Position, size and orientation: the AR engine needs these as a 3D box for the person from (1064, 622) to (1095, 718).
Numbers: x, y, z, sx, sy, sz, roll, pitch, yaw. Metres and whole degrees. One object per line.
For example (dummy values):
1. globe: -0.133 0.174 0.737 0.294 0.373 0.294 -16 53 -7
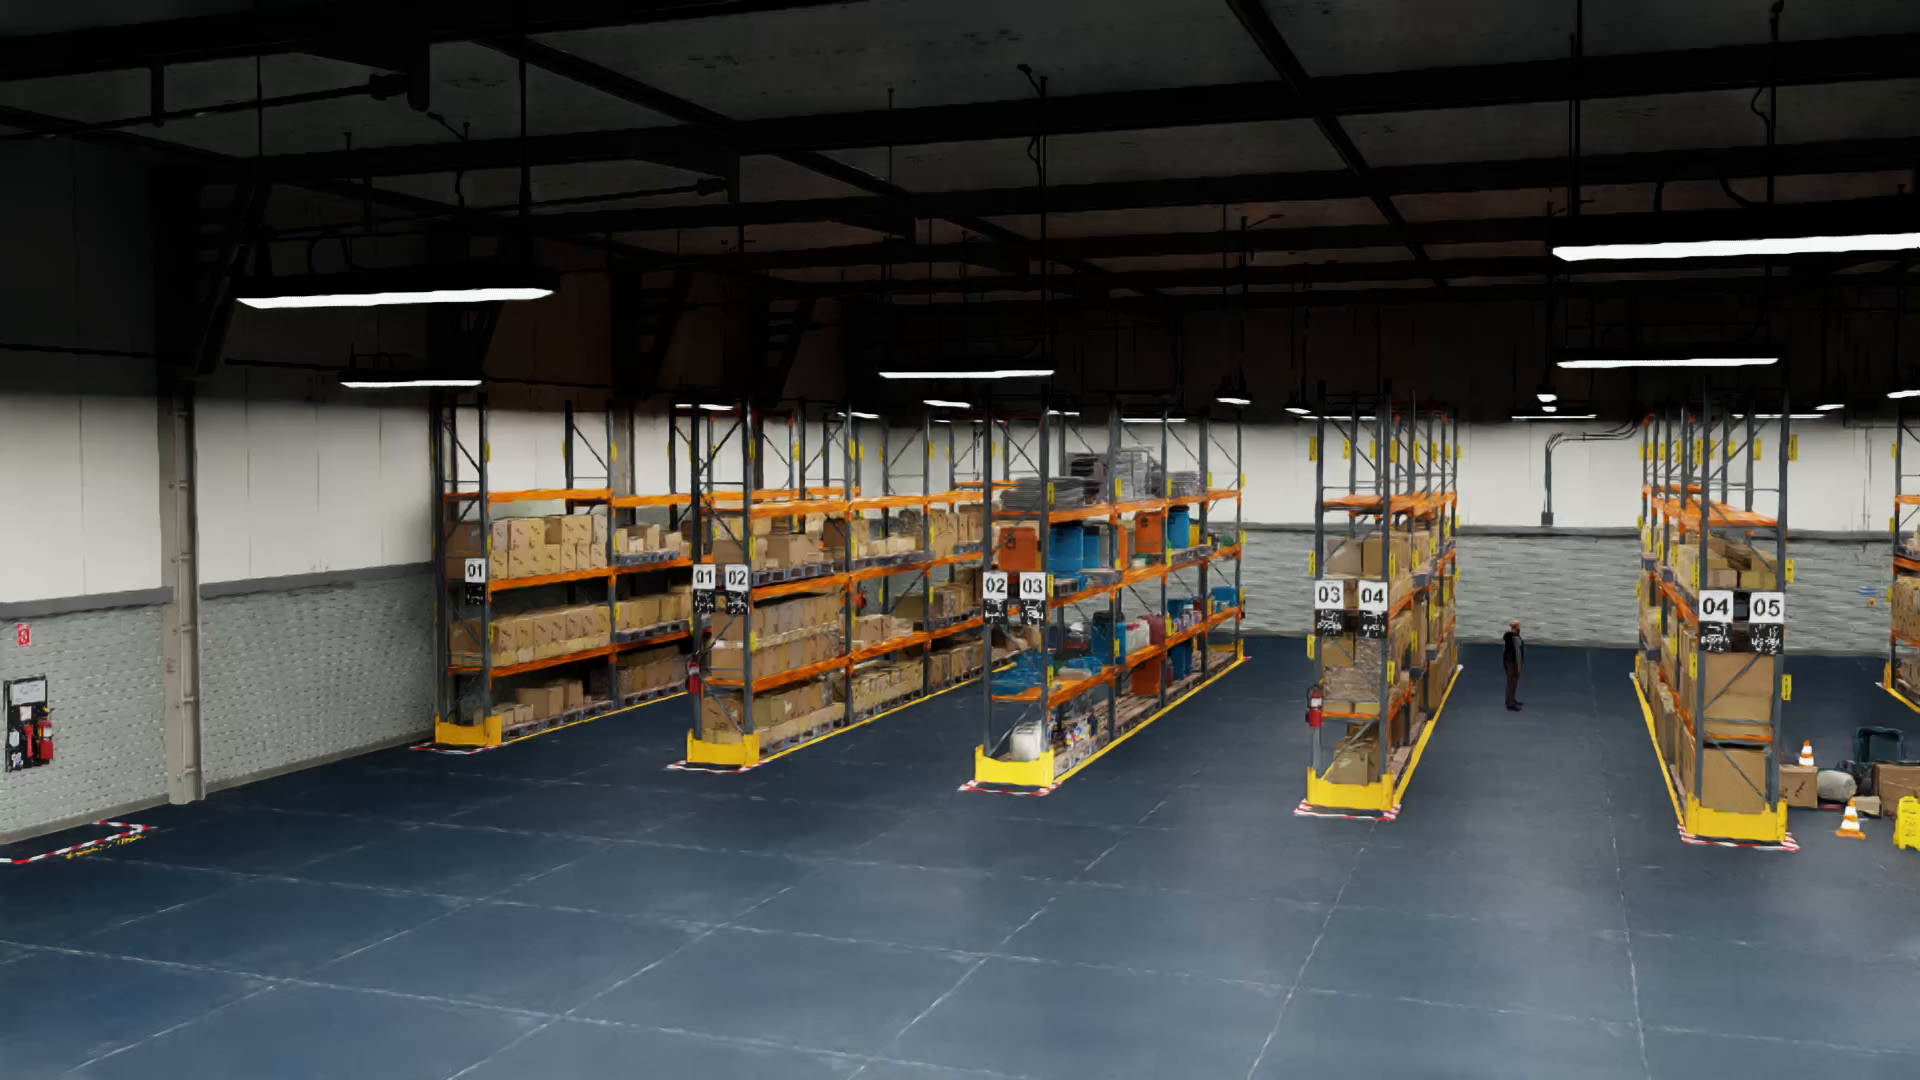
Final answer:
1. person: 2.148 2.346 29.882 0.573 1.749 0.683 0 3 2

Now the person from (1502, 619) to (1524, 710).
1. person: 10.802 2.402 32.332 0.463 1.731 0.598 0 3 -3
